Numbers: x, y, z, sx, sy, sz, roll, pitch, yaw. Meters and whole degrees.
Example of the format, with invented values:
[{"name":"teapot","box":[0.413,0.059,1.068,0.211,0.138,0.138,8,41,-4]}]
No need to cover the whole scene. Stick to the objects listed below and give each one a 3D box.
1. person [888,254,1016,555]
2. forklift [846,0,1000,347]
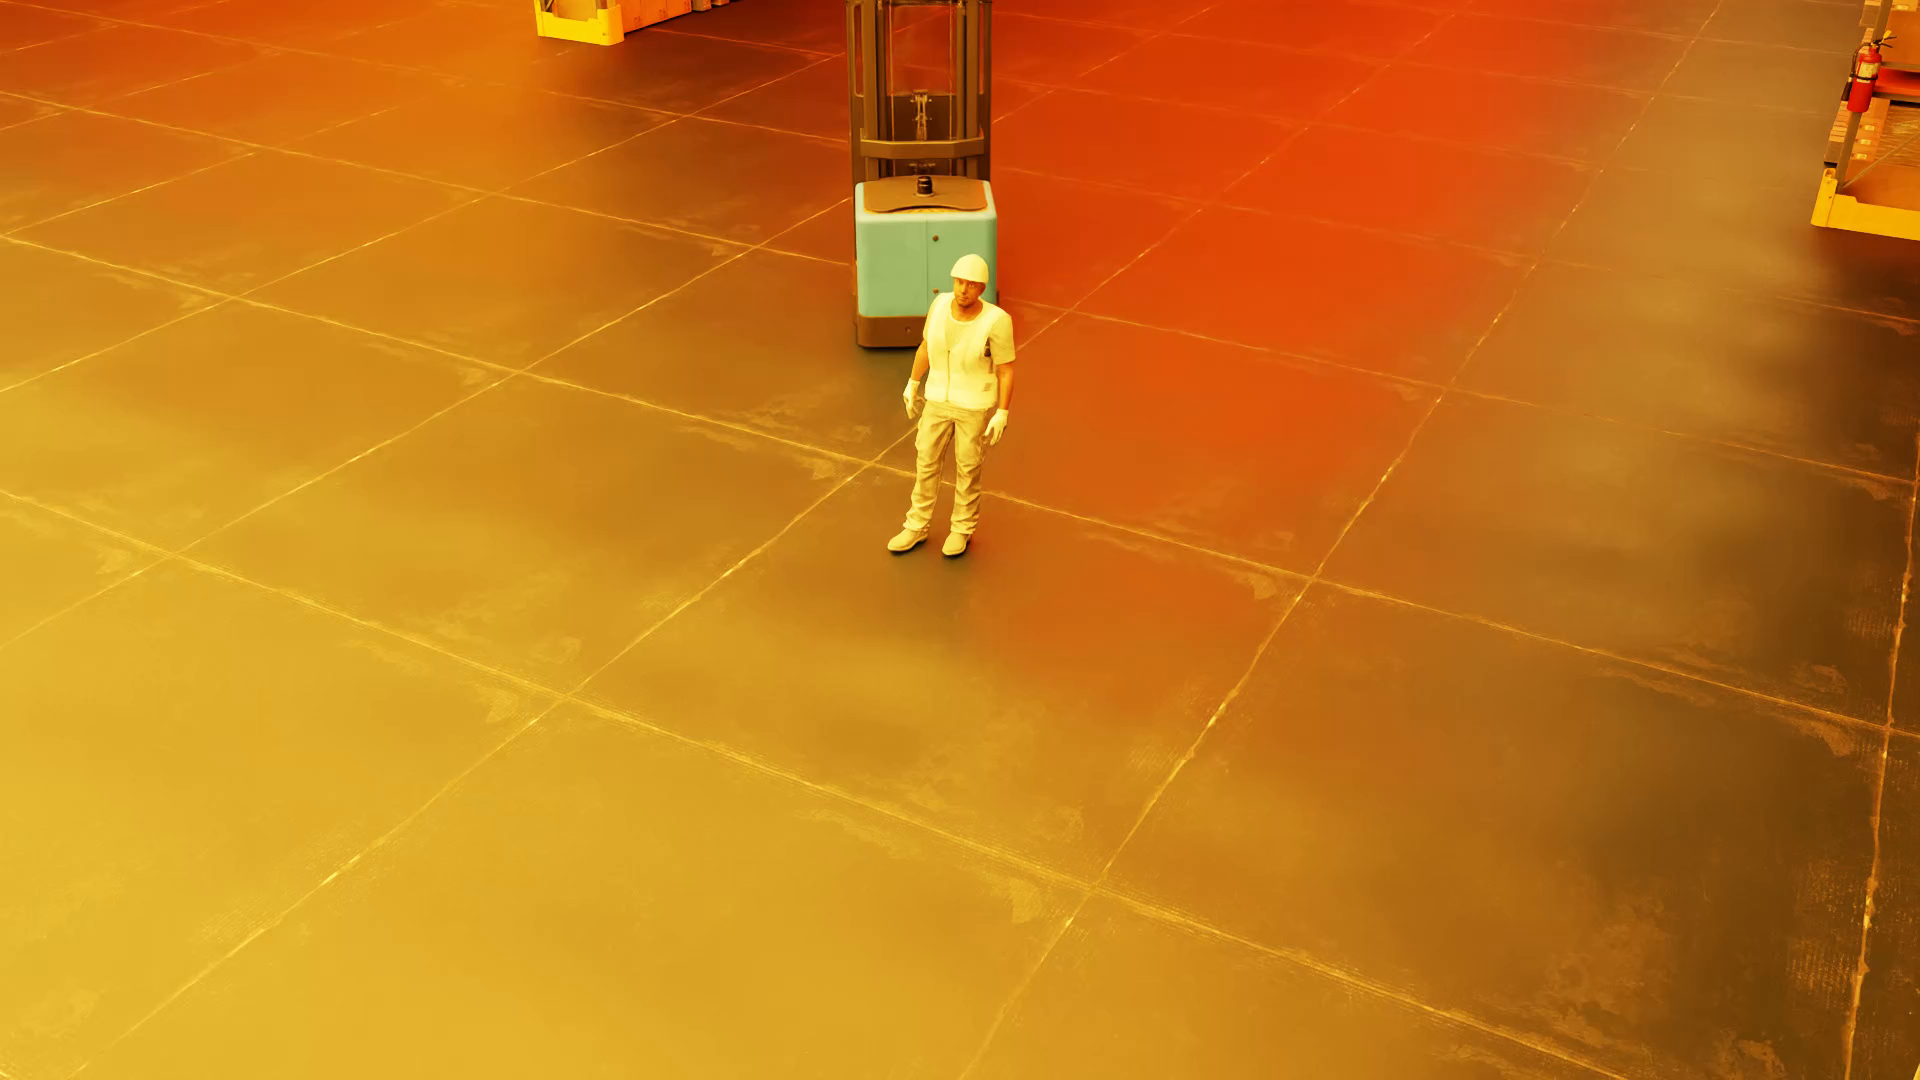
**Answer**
[{"name":"person","box":[-0.043,-0.749,9.502,0.657,1.785,0.575,15,33,25]},{"name":"forklift","box":[-0.320,-3.403,12.968,1.130,2.935,3.031,-2,30,-3]}]
